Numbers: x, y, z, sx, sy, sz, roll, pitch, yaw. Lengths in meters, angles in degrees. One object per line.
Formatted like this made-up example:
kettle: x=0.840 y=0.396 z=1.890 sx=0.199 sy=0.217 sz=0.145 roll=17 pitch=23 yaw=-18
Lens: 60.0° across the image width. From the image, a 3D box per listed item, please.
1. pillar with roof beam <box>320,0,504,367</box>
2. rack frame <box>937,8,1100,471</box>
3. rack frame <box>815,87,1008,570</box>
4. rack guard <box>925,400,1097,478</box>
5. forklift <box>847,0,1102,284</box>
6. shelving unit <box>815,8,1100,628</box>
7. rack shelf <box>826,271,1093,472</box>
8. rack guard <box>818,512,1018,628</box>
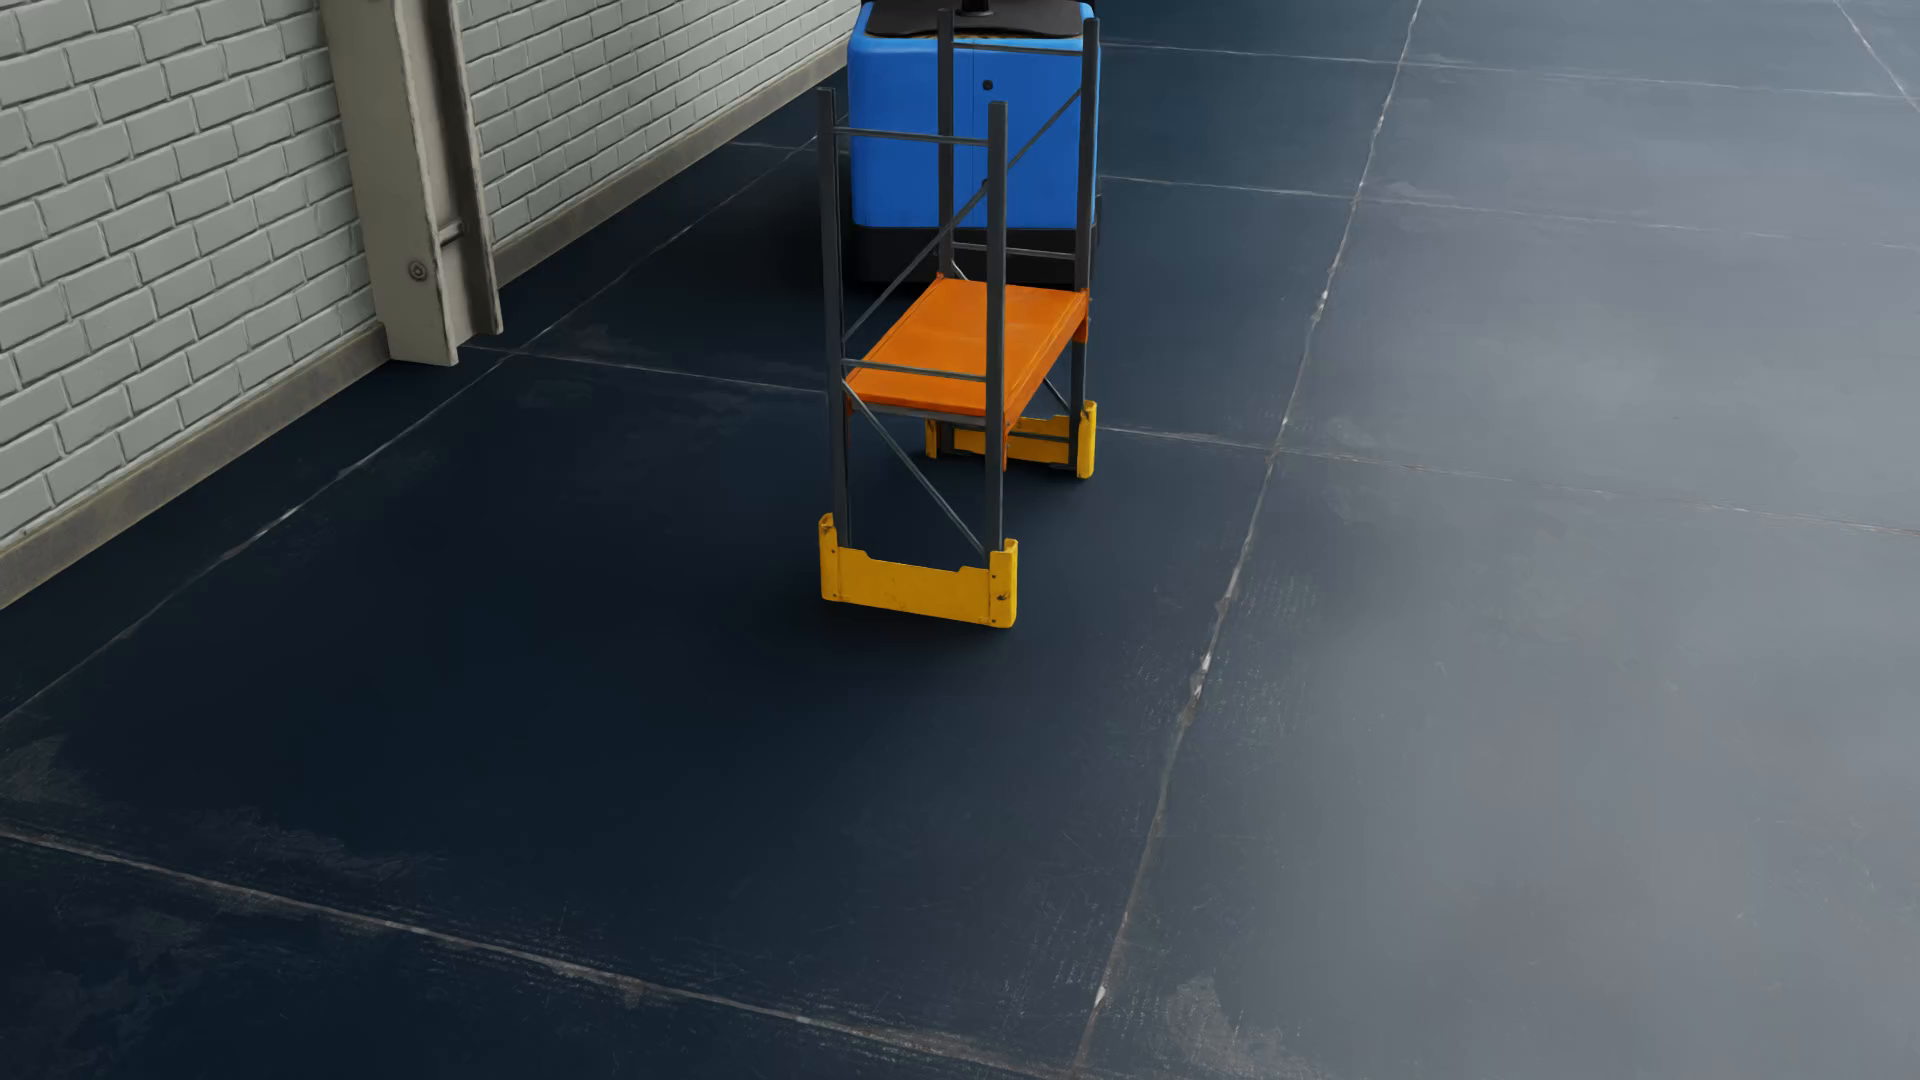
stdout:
pillar with roof beam: x=2.051 y=-4.106 z=3.374 sx=9.100 sy=9.000 sz=0.400 roll=8 pitch=30 yaw=15
rack frame: x=0.174 y=-0.931 z=5.381 sx=0.500 sy=1.500 sz=0.032 roll=8 pitch=30 yaw=15
rack frame: x=-0.124 y=-0.459 z=4.532 sx=0.500 sy=1.500 sz=0.032 roll=8 pitch=30 yaw=15
rack guard: x=0.169 y=-0.376 z=5.669 sx=0.587 sy=0.250 sz=0.087 roll=8 pitch=30 yaw=15
forklift: x=0.091 y=-3.045 z=7.709 sx=1.130 sy=2.935 sz=3.031 roll=1 pitch=29 yaw=1
shelving unit: x=0.022 y=-0.691 z=4.949 sx=0.587 sy=1.500 sz=1.083 roll=8 pitch=30 yaw=15
rack shelf: x=0.025 y=-0.538 z=5.044 sx=0.538 sy=0.185 sz=1.000 roll=8 pitch=30 yaw=15
rack guard: x=-0.124 y=0.087 z=4.837 sx=0.587 sy=0.250 sz=0.087 roll=8 pitch=30 yaw=15
